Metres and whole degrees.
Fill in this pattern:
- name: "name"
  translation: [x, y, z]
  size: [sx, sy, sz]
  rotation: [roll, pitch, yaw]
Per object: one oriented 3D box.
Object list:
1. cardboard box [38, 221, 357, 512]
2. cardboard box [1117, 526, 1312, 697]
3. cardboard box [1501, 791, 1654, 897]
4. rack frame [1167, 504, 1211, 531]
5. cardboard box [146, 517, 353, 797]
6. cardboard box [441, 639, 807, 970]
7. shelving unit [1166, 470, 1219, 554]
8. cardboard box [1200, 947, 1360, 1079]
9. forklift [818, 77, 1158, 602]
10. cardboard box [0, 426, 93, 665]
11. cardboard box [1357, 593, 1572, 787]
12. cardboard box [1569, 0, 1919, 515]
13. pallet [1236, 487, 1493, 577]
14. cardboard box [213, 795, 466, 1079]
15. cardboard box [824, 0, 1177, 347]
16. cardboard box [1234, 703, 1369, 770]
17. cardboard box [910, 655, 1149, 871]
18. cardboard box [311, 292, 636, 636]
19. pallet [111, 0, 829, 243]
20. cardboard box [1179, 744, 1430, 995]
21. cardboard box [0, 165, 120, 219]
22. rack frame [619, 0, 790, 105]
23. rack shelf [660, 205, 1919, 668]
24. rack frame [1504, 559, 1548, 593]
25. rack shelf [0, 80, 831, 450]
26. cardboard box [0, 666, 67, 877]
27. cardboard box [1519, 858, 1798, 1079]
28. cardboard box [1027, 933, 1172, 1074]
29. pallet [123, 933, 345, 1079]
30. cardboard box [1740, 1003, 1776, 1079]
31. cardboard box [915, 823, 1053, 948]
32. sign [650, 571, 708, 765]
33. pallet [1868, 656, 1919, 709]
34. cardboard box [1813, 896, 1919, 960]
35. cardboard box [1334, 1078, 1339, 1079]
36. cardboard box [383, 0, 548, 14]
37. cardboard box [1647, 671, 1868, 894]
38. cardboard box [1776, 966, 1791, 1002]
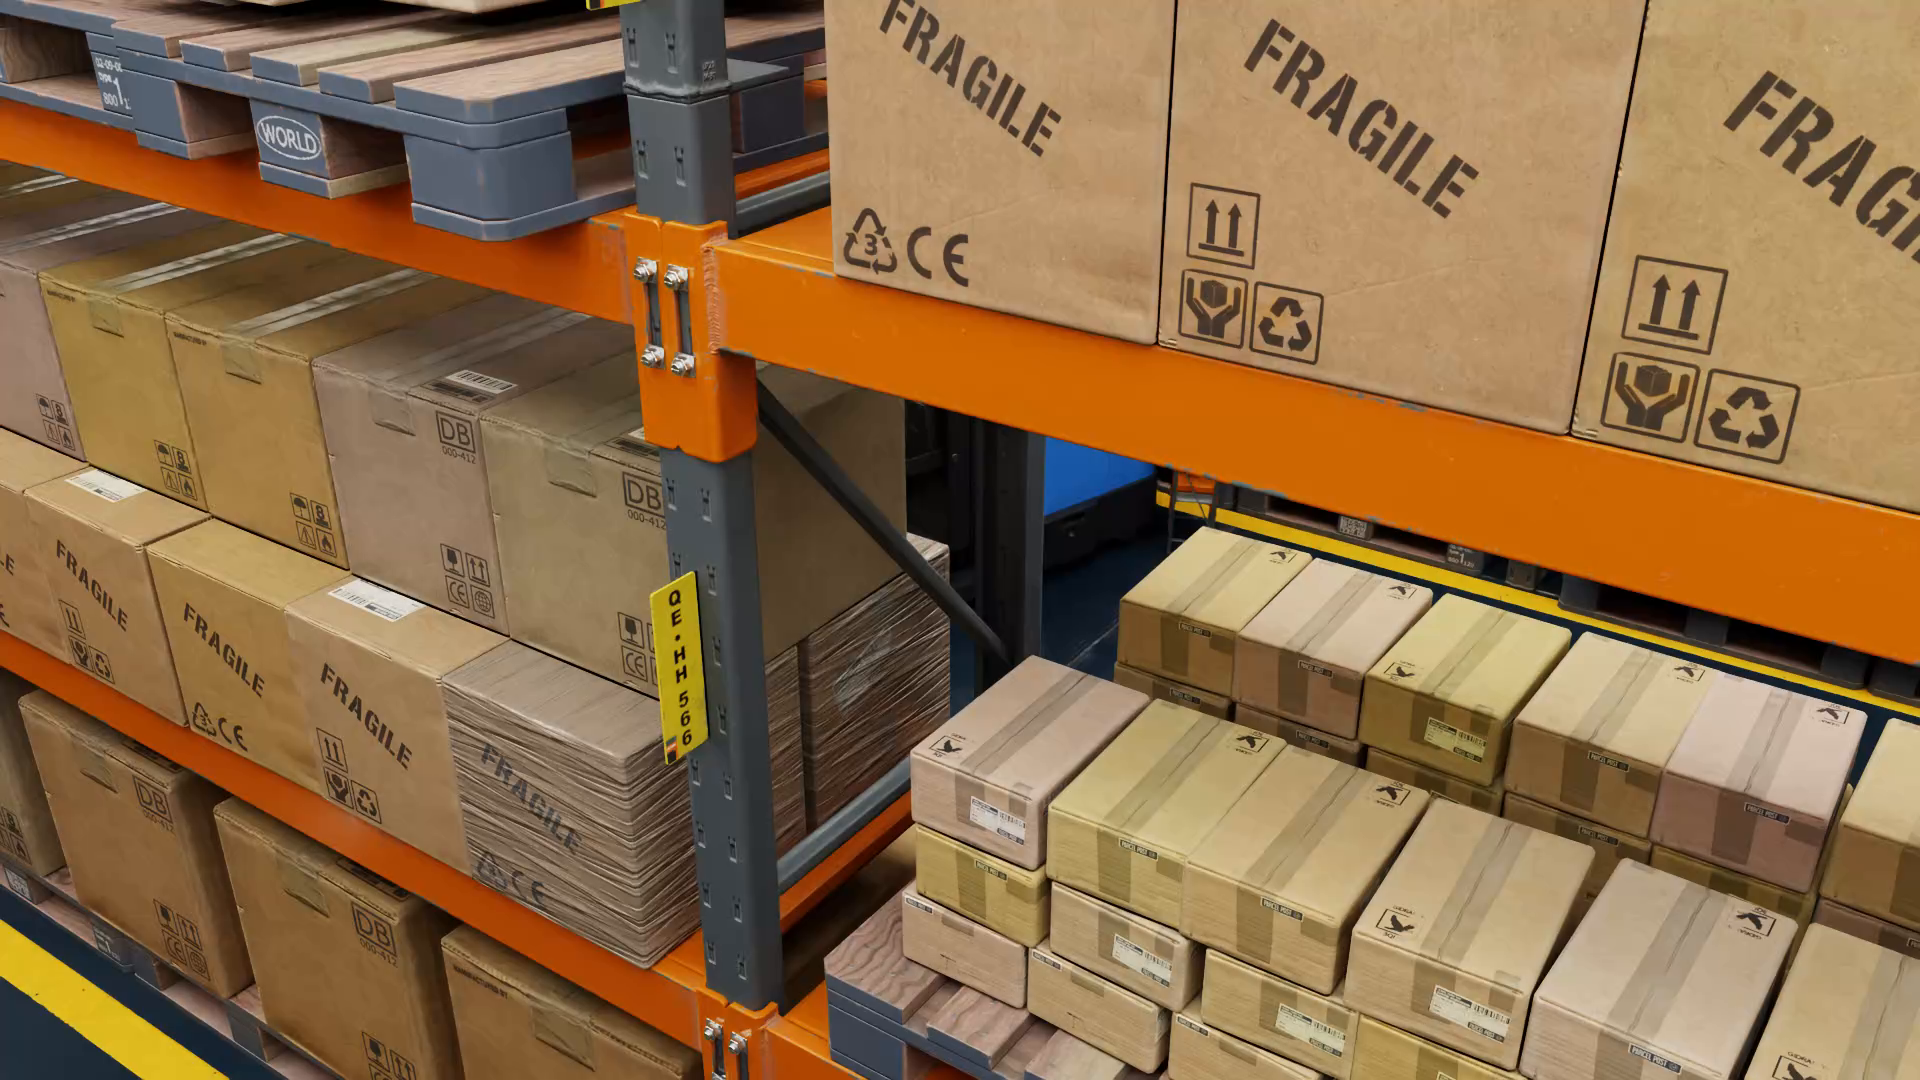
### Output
- name: "cardboard box"
  translation: [-1.778, -0.479, 4.171]
  size: [0.500, 0.500, 0.700]
  rotation: [17, 32, 30]
- name: "cardboard box"
  translation: [0.513, 0.136, 3.334]
  size: [0.250, 0.149, 0.380]
  rotation: [16, 31, 28]
- name: "cardboard box"
  translation: [1.160, 0.469, 3.006]
  size: [0.250, 0.149, 0.380]
  rotation: [17, 32, 30]
- name: "rack frame"
  translation: [1.093, -0.506, 7.578]
  size: [0.200, 1.050, 0.008]
  rotation: [5, 27, 6]
- name: "cardboard box"
  translation: [-1.496, 0.205, 3.930]
  size: [0.500, 0.500, 0.500]
  rotation: [17, 31, 29]
- name: "cardboard box"
  translation: [-0.674, 0.462, 3.425]
  size: [0.500, 0.500, 0.500]
  rotation: [17, 32, 30]
- name: "shelving unit"
  translation: [1.078, -0.451, 7.470]
  size: [0.215, 1.050, 0.252]
  rotation: [5, 27, 6]
- name: "cardboard box"
  translation: [0.581, 0.649, 2.653]
  size: [0.250, 0.149, 0.380]
  rotation: [16, 31, 29]
- name: "forklift"
  translation: [-0.543, -1.091, 6.663]
  size: [3.031, 2.935, 1.130]
  rotation: [-21, 33, -35]
- name: "cardboard box"
  translation: [-2.339, -0.056, 4.442]
  size: [0.500, 0.500, 0.500]
  rotation: [17, 32, 30]
- name: "cardboard box"
  translation: [0.935, 0.268, 3.073]
  size: [0.250, 0.149, 0.380]
  rotation: [18, 32, 32]
- name: "cardboard box"
  translation: [1.001, -0.361, 1.735]
  size: [0.500, 0.500, 0.500]
  rotation: [17, 32, 30]
- name: "pallet"
  translation: [2.098, -0.265, 8.038]
  size: [1.213, 0.211, 1.003]
  rotation: [17, 32, 30]
- name: "cardboard box"
  translation: [-1.324, 0.924, 4.645]
  size: [0.750, 0.750, 1.050]
  rotation: [18, 32, 31]
- name: "cardboard box"
  translation: [0.170, -0.614, 2.231]
  size: [0.500, 0.500, 0.500]
  rotation: [17, 32, 30]
- name: "cardboard box"
  translation: [0.736, 0.338, 3.264]
  size: [0.250, 0.149, 0.380]
  rotation: [19, 32, 32]
- name: "cardboard box"
  translation: [0.124, 0.374, 2.867]
  size: [0.250, 0.149, 0.380]
  rotation: [17, 32, 30]
- name: "cardboard box"
  translation: [-0.933, -0.217, 3.656]
  size: [0.500, 0.500, 0.700]
  rotation: [17, 31, 30]
- name: "pallet"
  translation: [-0.711, -0.876, 3.066]
  size: [1.003, 0.211, 1.213]
  rotation: [19, 33, 33]
- name: "cardboard box"
  translation: [0.543, 0.505, 2.608]
  size: [0.250, 0.149, 0.380]
  rotation: [17, 32, 30]
- name: "cardboard box"
  translation: [-2.610, -0.739, 4.682]
  size: [0.500, 0.500, 0.700]
  rotation: [17, 31, 29]
- name: "rack frame"
  translation: [-0.150, -2.152, 2.057]
  size: [0.127, 3.000, 1.000]
  rotation: [17, 32, 30]
- name: "rack shelf"
  translation: [1.498, 0.019, 1.891]
  size: [4.000, 0.370, 1.077]
  rotation: [17, 32, 30]
- name: "rack frame"
  translation: [2.741, -1.307, 7.010]
  size: [0.127, 3.000, 1.000]
  rotation: [17, 32, 30]
- name: "rack shelf"
  translation: [-1.799, -1.008, 3.910]
  size: [4.000, 0.370, 1.077]
  rotation: [17, 32, 30]
- name: "cardboard box"
  translation: [-2.885, 0.436, 5.604]
  size: [0.750, 0.750, 1.050]
  rotation: [17, 32, 30]
- name: "cardboard box"
  translation: [0.986, 0.642, 2.339]
  size: [0.250, 0.149, 0.380]
  rotation: [19, 33, 33]
- name: "cardboard box"
  translation: [0.325, 0.706, 2.870]
  size: [0.250, 0.149, 0.380]
  rotation: [19, 33, 33]
- name: "pallet"
  translation: [-1.759, 1.220, 5.119]
  size: [1.213, 0.211, 1.003]
  rotation: [17, 32, 30]
- name: "cardboard box"
  translation: [0.994, 0.778, 2.400]
  size: [0.250, 0.149, 0.380]
  rotation: [17, 32, 30]
- name: "cardboard box"
  translation: [0.134, 0.513, 2.921]
  size: [0.250, 0.149, 0.380]
  rotation: [19, 33, 33]
- name: "sign"
  translation: [-0.462, 0.214, 2.746]
  size: [0.005, 0.325, 0.100]
  rotation: [17, 32, 30]
- name: "pallet"
  translation: [4.350, 0.480, 6.574]
  size: [1.213, 0.211, 1.003]
  rotation: [17, 32, 30]
- name: "cardboard box"
  translation: [1.579, 0.601, 2.748]
  size: [0.250, 0.149, 0.380]
  rotation: [18, 32, 32]
- name: "cardboard box"
  translation: [0.771, 0.844, 2.599]
  size: [0.250, 0.149, 0.380]
  rotation: [19, 33, 33]
- name: "cardboard box"
  translation: [-0.769, -1.014, 2.813]
  size: [0.250, 0.166, 0.380]
  rotation: [17, 32, 30]
- name: "cardboard box"
  translation: [1.352, 0.400, 2.815]
  size: [0.250, 0.149, 0.380]
  rotation: [17, 32, 30]
- name: "cardboard box"
  translation: [1.358, 0.666, 2.949]
  size: [0.250, 0.149, 0.380]
  rotation: [16, 31, 28]
